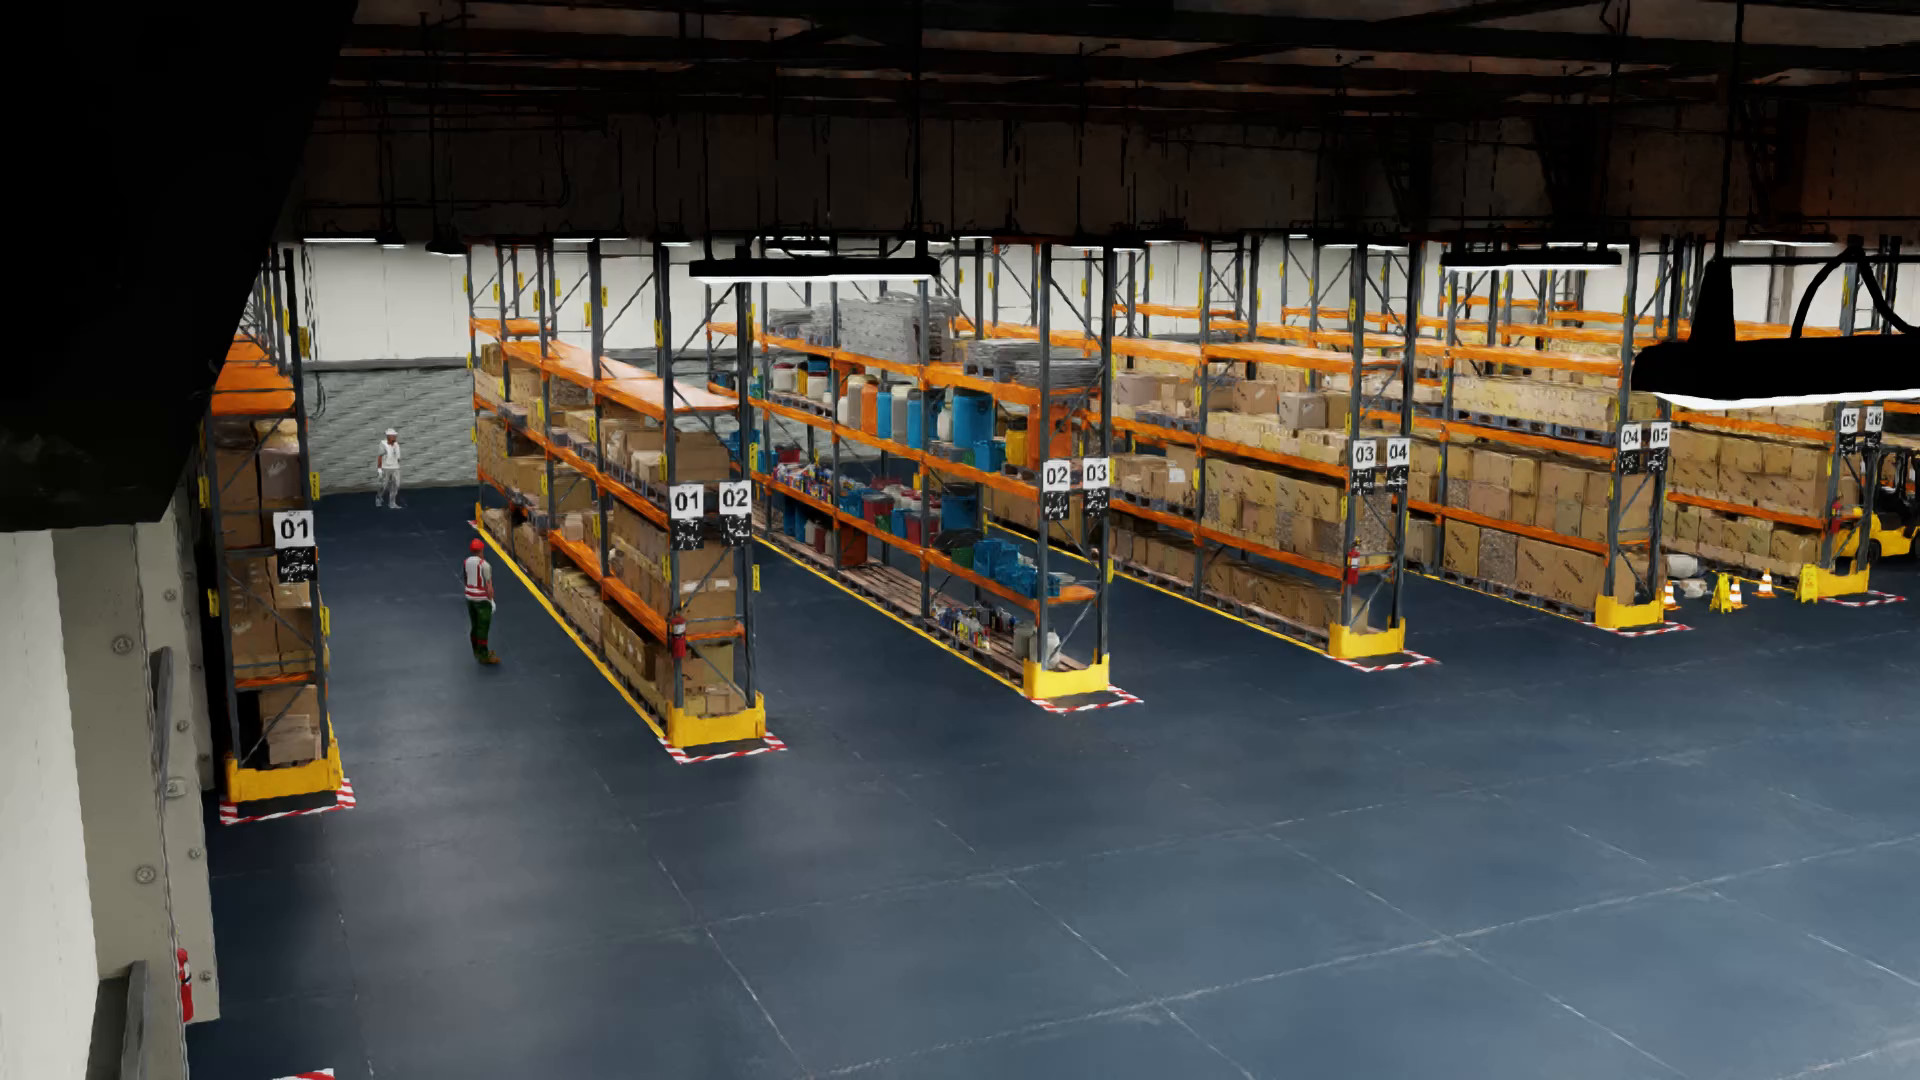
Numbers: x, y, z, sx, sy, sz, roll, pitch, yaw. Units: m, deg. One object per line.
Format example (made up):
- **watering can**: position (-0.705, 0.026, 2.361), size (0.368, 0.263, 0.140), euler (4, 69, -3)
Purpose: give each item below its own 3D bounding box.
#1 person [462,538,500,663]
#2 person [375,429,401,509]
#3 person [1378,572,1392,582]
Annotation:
- **person**: position (-6.888, 0.846, 23.978), size (0.606, 1.792, 0.442), euler (8, 14, 36)
- **person**: position (-12.614, -1.573, 36.611), size (0.572, 1.772, 0.595), euler (6, 13, 30)
- **person**: position (7.204, -0.127, 29.287), size (0.577, 1.691, 1.121), euler (-4, 12, -22)
